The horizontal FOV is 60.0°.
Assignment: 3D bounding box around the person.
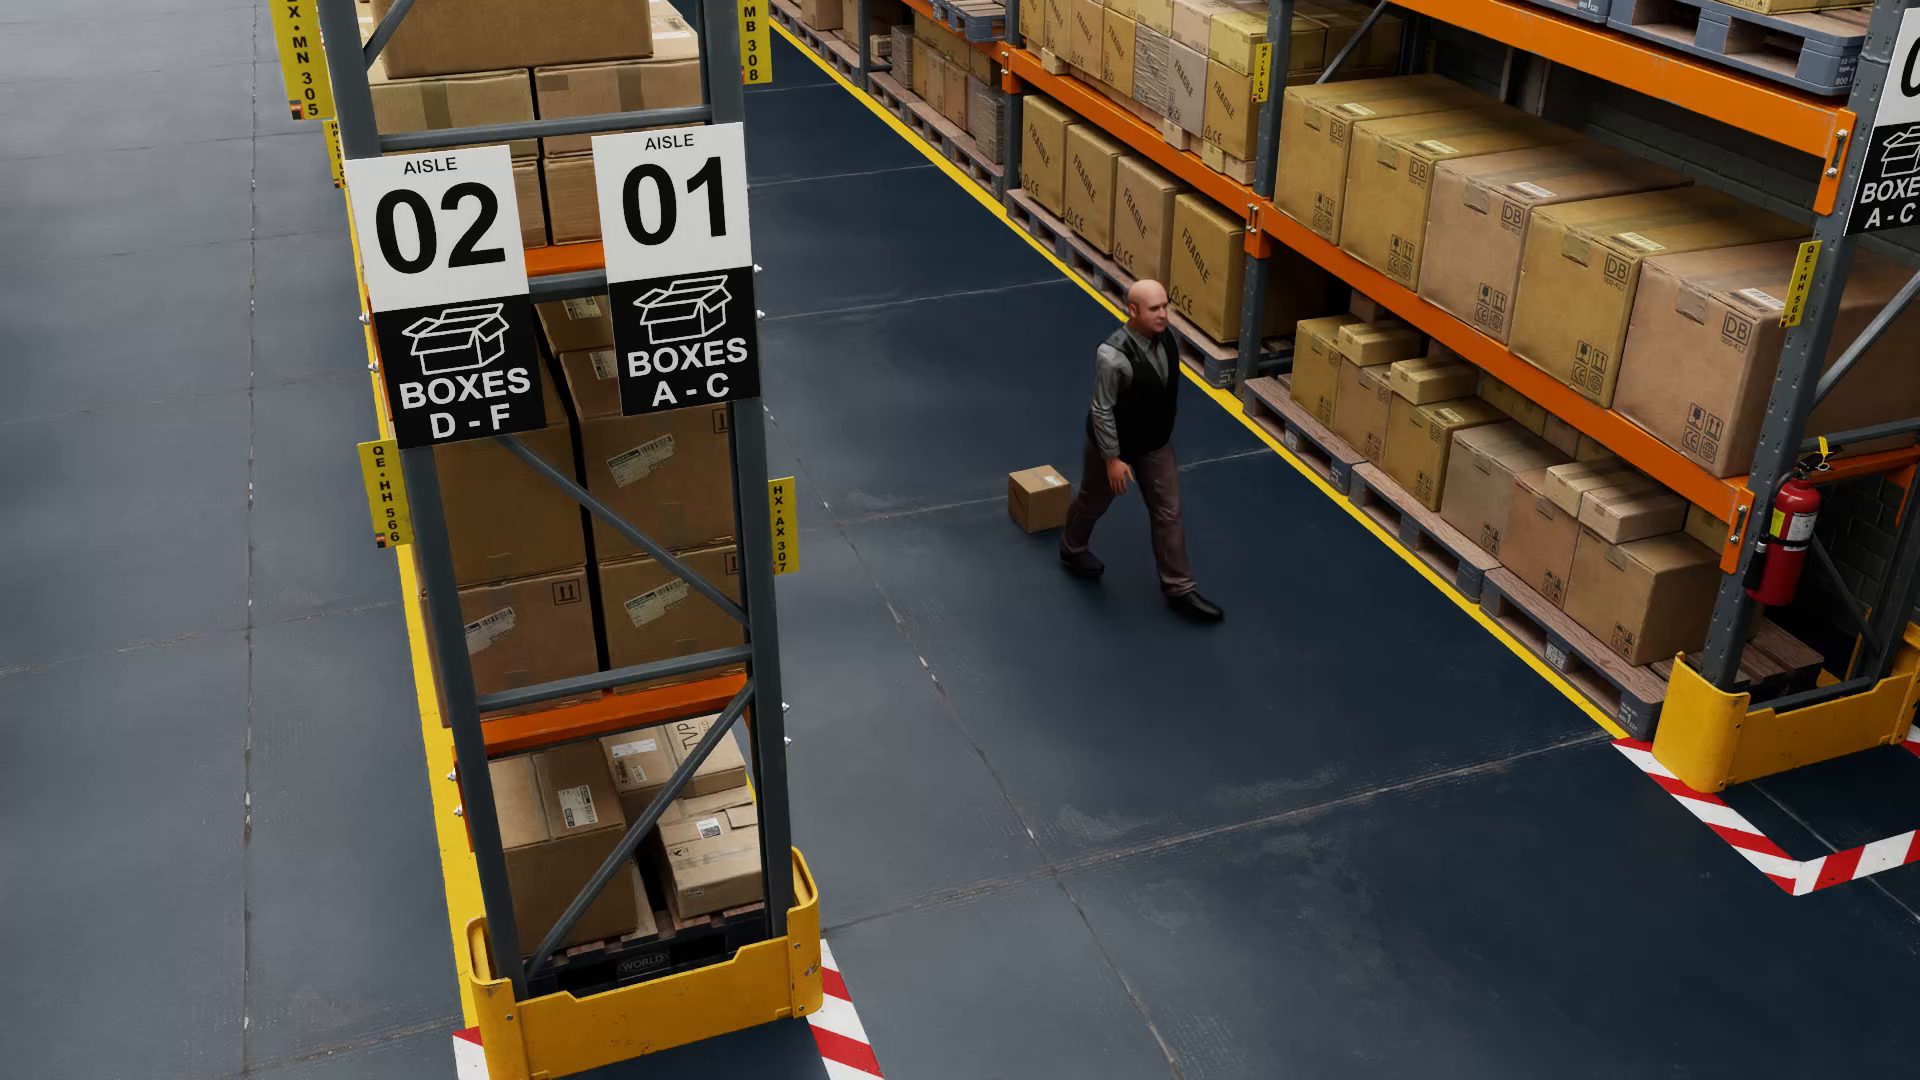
[{"bbox_3d":[0.840,-0.421,7.965,0.563,1.567,0.996,-20,35,-31],"label":"person"}]
